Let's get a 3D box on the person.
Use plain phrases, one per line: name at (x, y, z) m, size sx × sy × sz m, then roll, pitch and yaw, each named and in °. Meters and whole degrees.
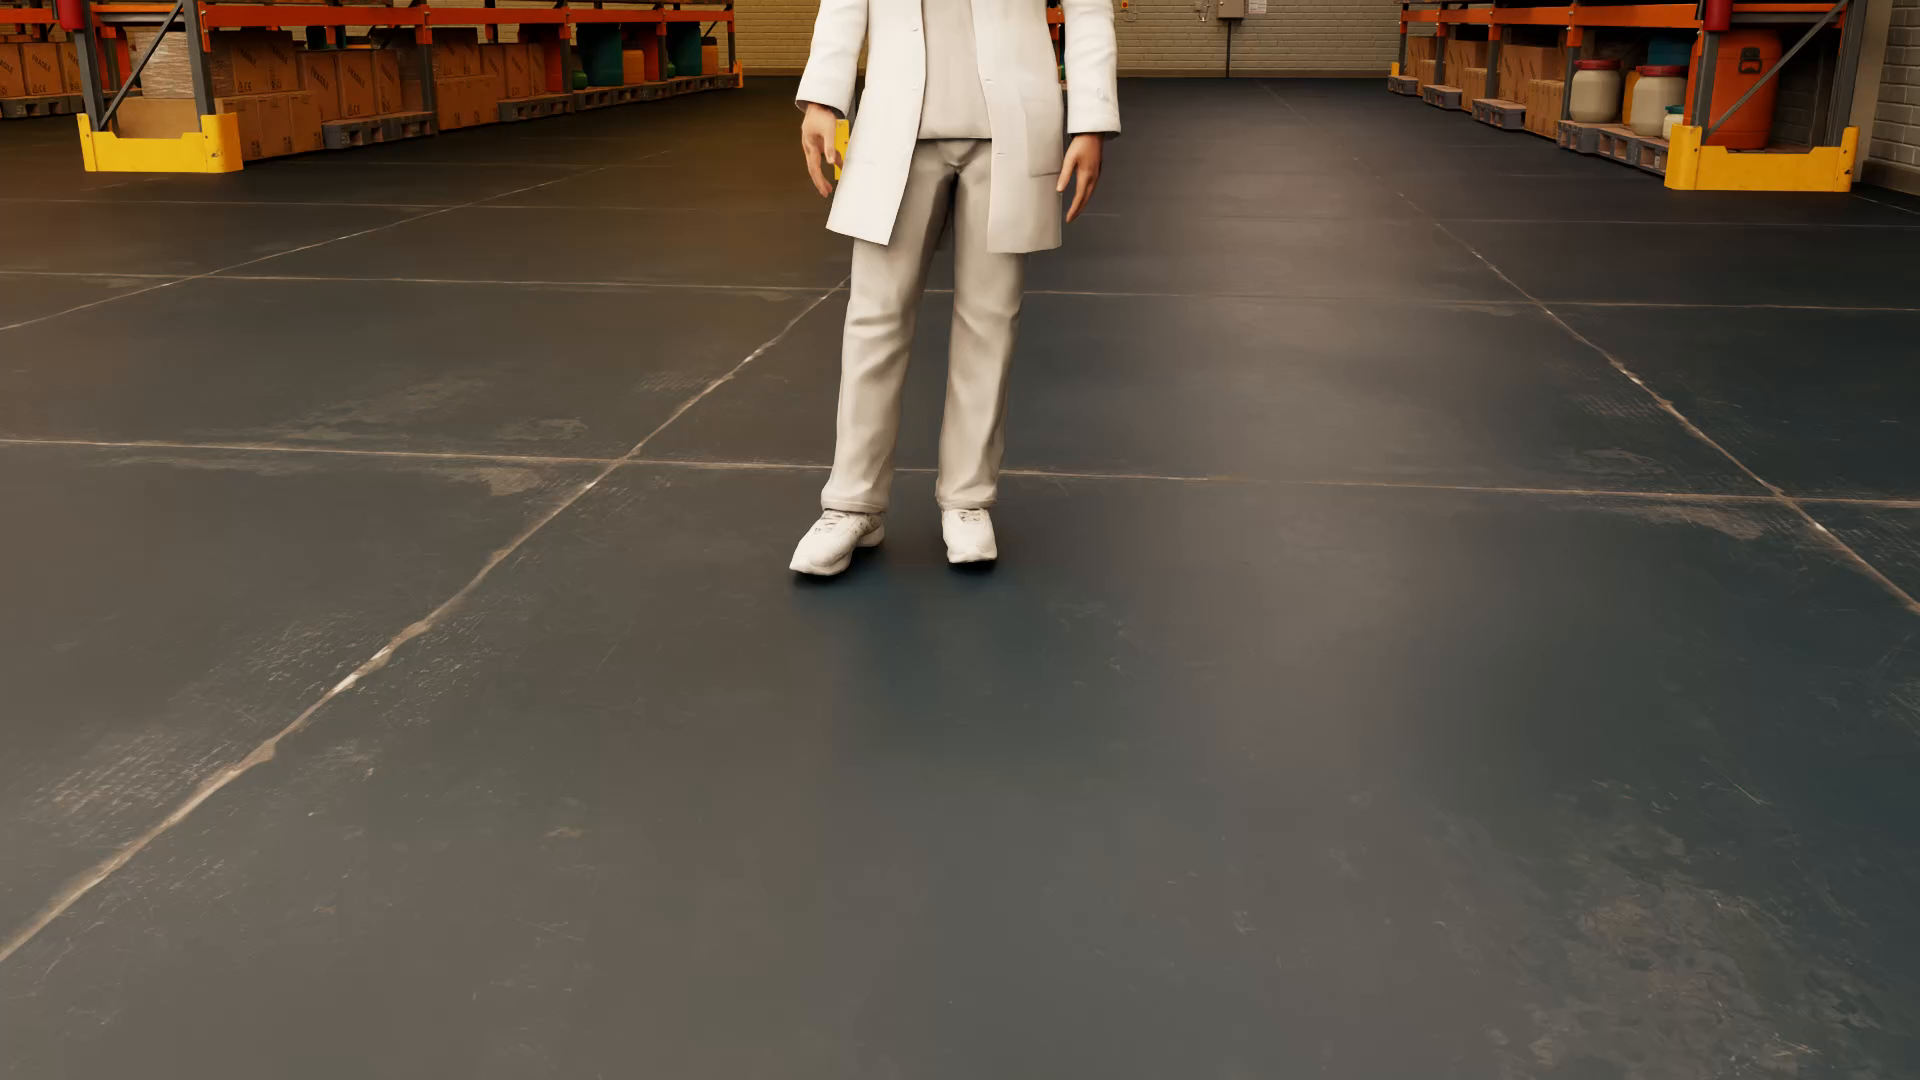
person at (-0.016, -0.828, 3.472) m, size 0.696 × 1.776 × 0.581 m, roll 2°, pitch 18°, yaw 7°
